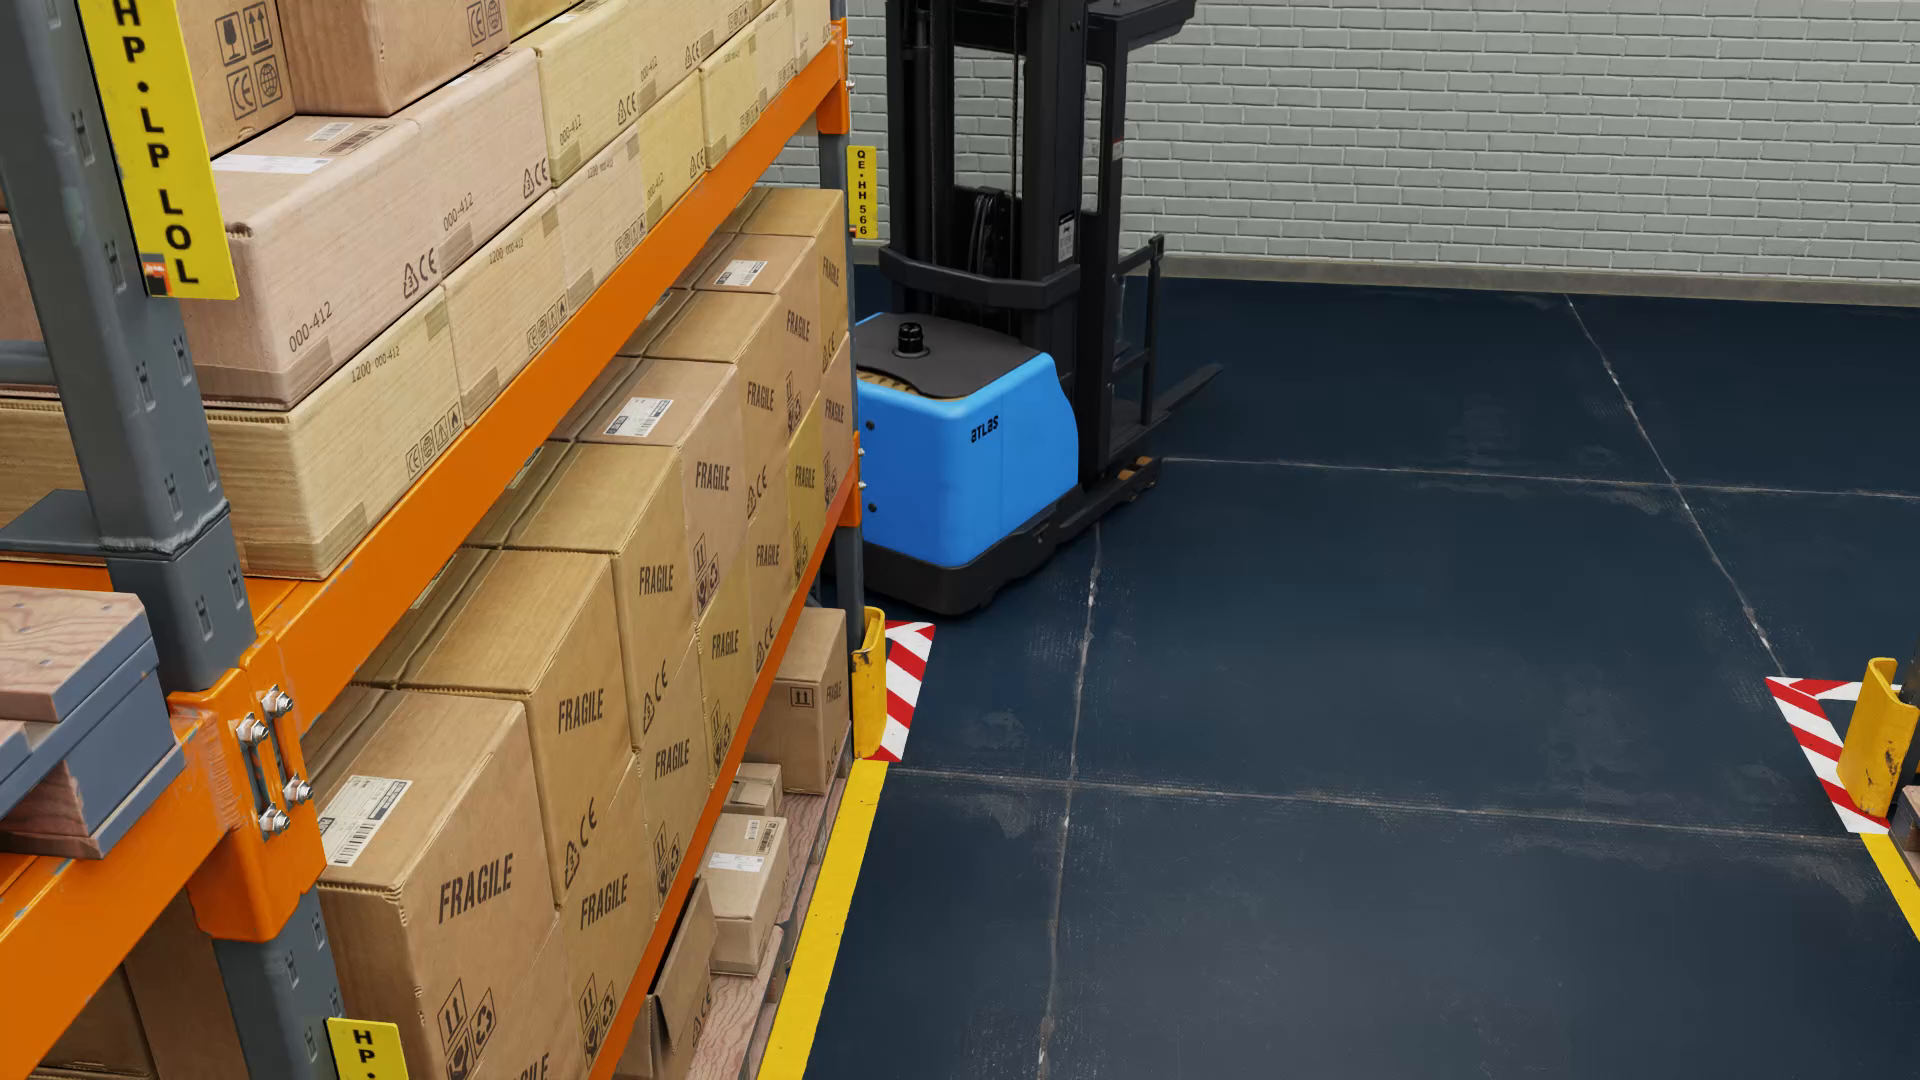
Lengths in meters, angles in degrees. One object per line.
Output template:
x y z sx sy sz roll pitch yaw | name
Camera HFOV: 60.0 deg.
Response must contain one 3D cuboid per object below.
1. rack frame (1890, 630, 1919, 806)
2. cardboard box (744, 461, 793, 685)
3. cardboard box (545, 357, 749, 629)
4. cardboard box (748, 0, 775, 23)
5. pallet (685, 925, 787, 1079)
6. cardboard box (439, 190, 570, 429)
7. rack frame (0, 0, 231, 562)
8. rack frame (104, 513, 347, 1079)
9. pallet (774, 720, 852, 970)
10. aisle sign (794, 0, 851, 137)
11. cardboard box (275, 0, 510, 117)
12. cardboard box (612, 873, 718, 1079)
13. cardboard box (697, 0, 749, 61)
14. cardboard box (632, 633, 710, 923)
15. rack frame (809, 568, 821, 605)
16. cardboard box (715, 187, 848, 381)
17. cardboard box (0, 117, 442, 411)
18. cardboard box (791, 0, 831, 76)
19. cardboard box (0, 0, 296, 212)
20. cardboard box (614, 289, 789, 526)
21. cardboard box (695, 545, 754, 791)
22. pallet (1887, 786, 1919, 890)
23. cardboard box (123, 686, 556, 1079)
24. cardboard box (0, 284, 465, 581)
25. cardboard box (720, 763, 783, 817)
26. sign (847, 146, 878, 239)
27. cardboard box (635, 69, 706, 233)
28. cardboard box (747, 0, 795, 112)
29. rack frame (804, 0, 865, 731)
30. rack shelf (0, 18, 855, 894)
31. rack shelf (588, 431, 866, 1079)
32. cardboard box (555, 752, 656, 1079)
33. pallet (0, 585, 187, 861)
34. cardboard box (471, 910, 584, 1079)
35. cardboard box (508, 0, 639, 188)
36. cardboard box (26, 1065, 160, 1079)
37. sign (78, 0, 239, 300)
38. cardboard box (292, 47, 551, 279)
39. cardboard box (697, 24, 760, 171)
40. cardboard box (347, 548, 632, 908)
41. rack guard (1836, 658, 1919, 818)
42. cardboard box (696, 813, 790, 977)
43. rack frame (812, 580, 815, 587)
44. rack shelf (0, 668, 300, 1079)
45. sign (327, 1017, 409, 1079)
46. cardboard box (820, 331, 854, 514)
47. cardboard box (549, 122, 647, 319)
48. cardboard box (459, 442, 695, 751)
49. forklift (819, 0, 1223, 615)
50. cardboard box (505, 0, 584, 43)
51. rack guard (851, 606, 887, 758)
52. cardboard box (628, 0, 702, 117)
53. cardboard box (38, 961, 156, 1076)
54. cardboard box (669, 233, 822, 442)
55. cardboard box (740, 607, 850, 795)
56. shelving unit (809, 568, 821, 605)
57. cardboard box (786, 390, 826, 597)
4.030 -0.307 5.657 1.000 3.000 0.127 3 28 6 | rack frame
-0.797 0.065 4.861 0.500 0.500 0.500 4 29 7 | cardboard box
-0.851 -0.131 4.172 0.500 0.500 0.500 4 29 8 | cardboard box
-0.757 -1.579 4.487 0.500 0.250 0.500 3 28 6 | cardboard box
-1.144 1.615 5.030 1.003 0.211 1.213 3 28 6 | pallet
-1.006 -0.418 2.859 0.500 0.250 0.500 3 28 6 | cardboard box
-1.376 -1.355 1.277 1.000 3.000 0.127 3 28 6 | rack frame
-1.376 1.286 2.700 1.000 3.000 0.127 3 28 6 | rack frame
-0.992 1.042 6.093 1.003 0.211 1.213 3 28 6 | pallet
-0.574 -1.755 5.605 0.394 0.787 0.004 3 28 6 | aisle sign
-1.152 -0.977 2.578 0.700 0.500 0.500 3 28 6 | cardboard box
-1.151 1.307 4.830 0.797 0.503 0.637 3 28 6 | cardboard box
-0.822 -1.344 4.051 0.500 0.250 0.500 3 28 6 | cardboard box
-0.920 0.542 3.977 0.500 0.500 0.500 3 28 6 | cardboard box
-0.759 -0.212 7.378 0.240 1.200 0.006 -6 29 -11 | rack frame
-0.668 -0.855 5.515 0.500 0.500 0.500 3 28 6 | cardboard box
-1.070 -0.403 2.304 0.500 0.250 0.500 3 28 6 | cardboard box
-0.687 -1.594 5.042 0.500 0.250 0.500 3 28 6 | cardboard box
-1.354 -0.750 2.157 0.700 0.500 0.500 3 28 6 | cardboard box
-0.788 -0.373 4.620 0.500 0.500 0.500 4 29 8 | cardboard box
-0.859 0.302 4.421 0.500 0.500 0.500 3 28 5 | cardboard box
3.890 1.307 5.602 1.003 0.211 1.213 3 28 6 | pallet
-1.039 0.597 2.820 0.500 0.500 0.500 4 29 8 | cardboard box
-1.071 -0.183 2.422 0.500 0.250 0.500 3 28 6 | cardboard box
-0.847 0.913 5.917 0.380 0.166 0.250 3 28 6 | cardboard box
-0.338 -1.204 5.768 0.100 0.325 0.005 3 28 6 | sign
-0.885 -0.889 3.733 0.500 0.250 0.500 3 28 6 | cardboard box
-0.759 -1.359 4.606 0.500 0.250 0.500 3 28 6 | cardboard box
-0.886 -0.597 6.195 1.000 3.000 0.127 3 28 6 | rack frame
-1.131 -0.659 3.907 1.077 0.370 4.000 3 28 6 | rack shelf
-1.131 0.661 4.618 1.077 0.370 4.000 3 28 6 | rack shelf
-0.984 0.777 3.540 0.500 0.500 0.500 4 29 7 | cardboard box
-1.526 0.351 1.471 1.213 0.211 1.003 3 28 6 | pallet
-1.043 1.018 3.092 0.500 0.500 0.500 4 29 8 | cardboard box
-0.938 -0.873 3.176 0.500 0.250 0.500 3 28 6 | cardboard box
-1.570 0.992 3.141 0.500 0.500 0.500 4 29 7 | cardboard box
-0.825 -0.405 1.716 0.100 0.325 0.005 3 28 6 | sign
-1.011 -0.638 2.741 0.500 0.250 0.500 3 28 6 | cardboard box
-0.808 -1.123 4.168 0.500 0.250 0.500 3 28 6 | cardboard box
-0.976 0.354 3.271 0.500 0.500 0.500 2 28 5 | cardboard box
4.020 0.781 6.273 1.175 0.500 0.348 3 28 6 | rack guard
-0.854 1.136 5.414 0.500 0.250 0.500 3 28 6 | cardboard box
-0.799 -0.297 7.535 0.240 1.200 0.006 -6 29 -11 | rack frame
-1.621 1.224 0.412 1.077 0.370 4.000 3 28 6 | rack shelf
-0.825 0.807 2.369 0.100 0.325 0.005 3 28 6 | sign
-0.671 -0.414 5.750 0.500 0.500 0.500 4 29 8 | cardboard box
-0.943 -0.653 3.295 0.500 0.250 0.500 3 28 6 | cardboard box
-0.913 0.112 3.720 0.500 0.500 0.500 3 28 5 | cardboard box
0.405 -1.603 8.136 1.130 2.935 3.031 18 33 30 | forklift
-1.097 -1.212 3.016 0.700 0.500 0.500 3 28 6 | cardboard box
-0.895 0.540 6.721 1.175 0.500 0.348 3 28 6 | rack guard
-0.877 -1.108 3.613 0.500 0.250 0.500 3 28 6 | cardboard box
-1.571 0.549 2.909 0.500 0.500 0.500 3 29 6 | cardboard box
-0.729 -0.618 5.074 0.500 0.500 0.500 4 29 8 | cardboard box
-0.708 0.580 6.182 0.500 0.500 0.500 3 28 6 | cardboard box
-0.779 -0.254 7.456 0.258 1.200 0.189 -6 29 -11 | shelving unit
-0.731 -0.170 5.297 0.500 0.500 0.500 4 29 7 | cardboard box
